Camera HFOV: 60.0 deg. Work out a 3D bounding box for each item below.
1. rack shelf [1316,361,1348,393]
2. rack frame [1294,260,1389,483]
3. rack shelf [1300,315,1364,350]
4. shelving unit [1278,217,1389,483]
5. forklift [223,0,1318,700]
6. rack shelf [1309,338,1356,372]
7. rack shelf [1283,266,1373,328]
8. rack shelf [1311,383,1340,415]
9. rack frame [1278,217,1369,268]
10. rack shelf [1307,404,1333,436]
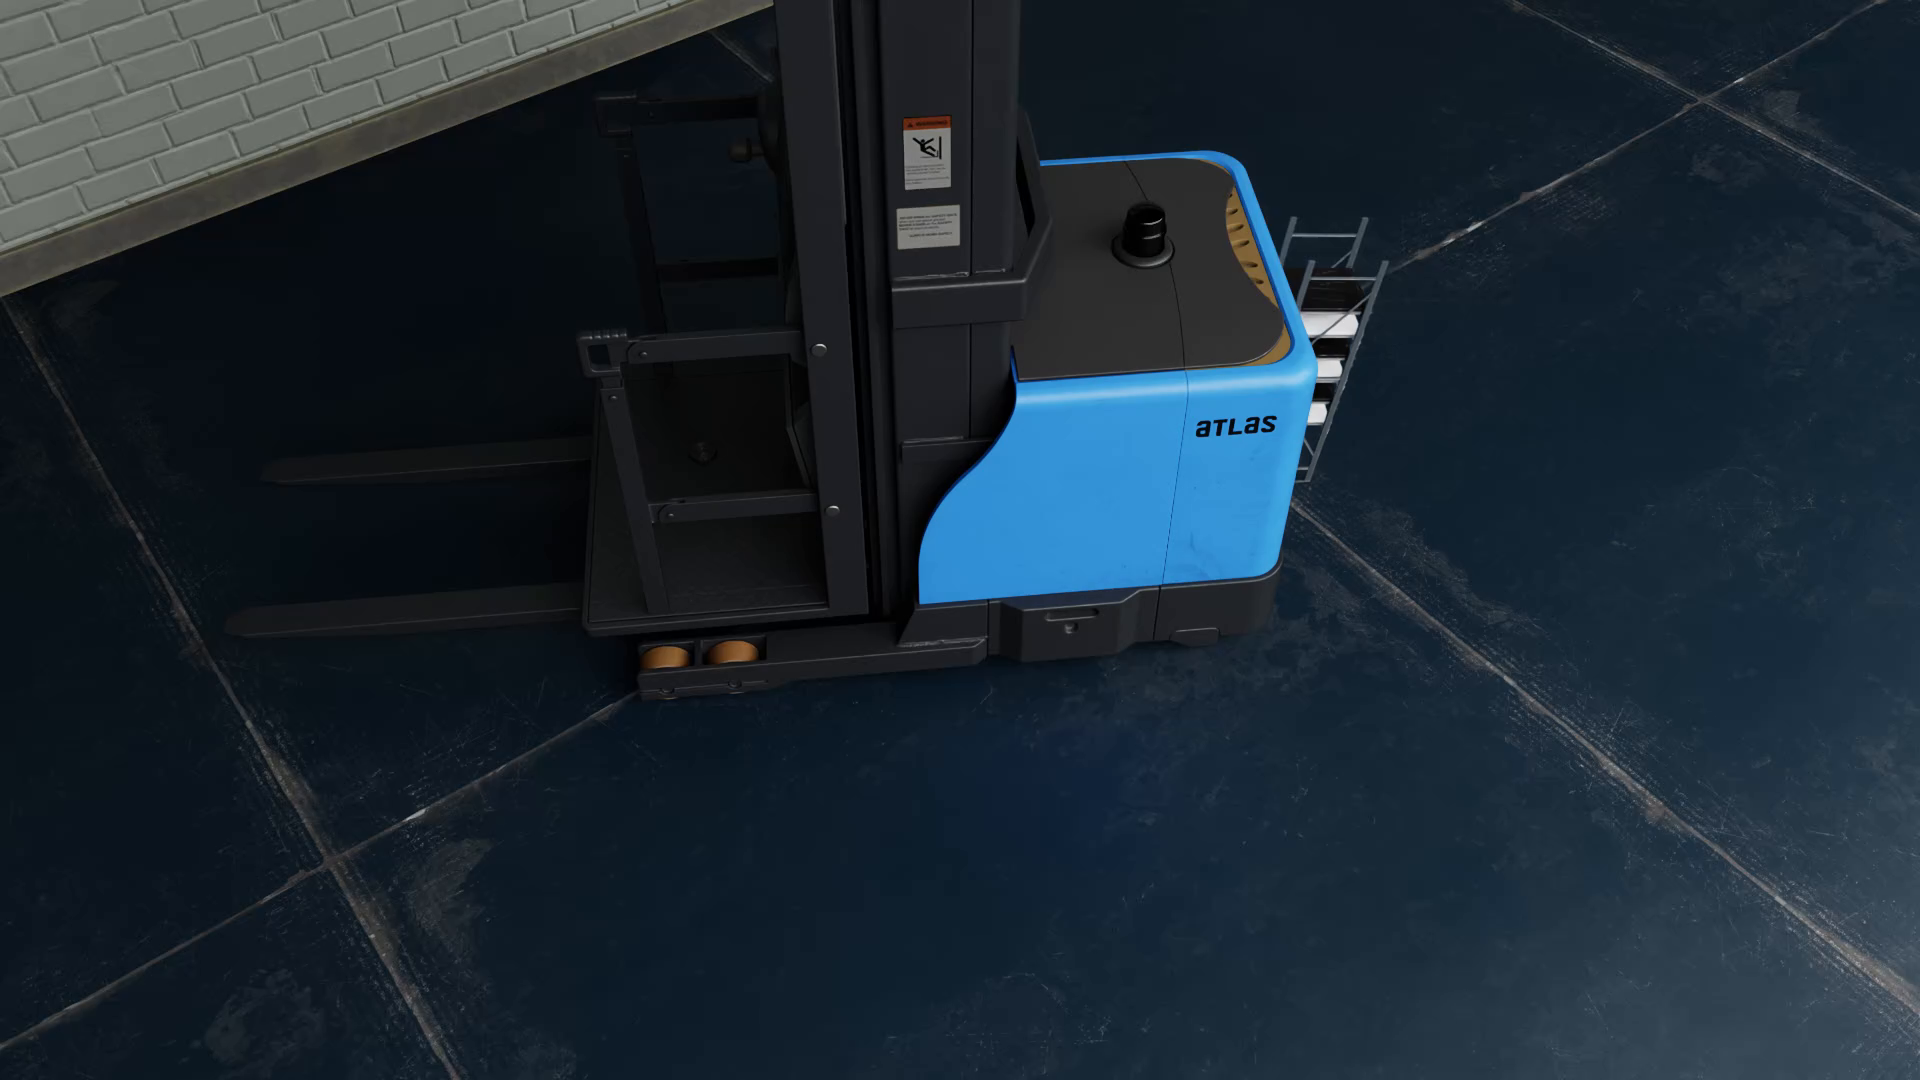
[{"bbox_3d":[1.049,-0.544,5.165,0.258,0.077,0.200,-1,48,-9],"label":"rack shelf"},{"bbox_3d":[1.065,-0.492,5.073,0.240,0.900,0.006,-1,48,-9],"label":"rack frame"},{"bbox_3d":[1.067,-0.666,5.033,0.258,0.077,0.200,-1,48,-9],"label":"rack shelf"},{"bbox_3d":[1.053,-0.567,5.140,0.258,0.900,0.210,-1,48,-9],"label":"shelving unit"},{"bbox_3d":[-0.619,-0.936,4.120,3.031,2.935,1.130,-4,48,-4],"label":"forklift"},{"bbox_3d":[1.058,-0.605,5.099,0.258,0.077,0.200,-1,48,-9],"label":"rack shelf"},{"bbox_3d":[1.076,-0.727,4.967,0.258,0.077,0.200,-1,48,-9],"label":"rack shelf"},{"bbox_3d":[1.040,-0.483,5.230,0.258,0.077,0.200,-1,48,-9],"label":"rack shelf"},{"bbox_3d":[1.041,-0.642,5.208,0.240,0.900,0.006,-1,48,-9],"label":"rack frame"},{"bbox_3d":[1.032,-0.423,5.296,0.258,0.077,0.200,-1,48,-9],"label":"rack shelf"}]
